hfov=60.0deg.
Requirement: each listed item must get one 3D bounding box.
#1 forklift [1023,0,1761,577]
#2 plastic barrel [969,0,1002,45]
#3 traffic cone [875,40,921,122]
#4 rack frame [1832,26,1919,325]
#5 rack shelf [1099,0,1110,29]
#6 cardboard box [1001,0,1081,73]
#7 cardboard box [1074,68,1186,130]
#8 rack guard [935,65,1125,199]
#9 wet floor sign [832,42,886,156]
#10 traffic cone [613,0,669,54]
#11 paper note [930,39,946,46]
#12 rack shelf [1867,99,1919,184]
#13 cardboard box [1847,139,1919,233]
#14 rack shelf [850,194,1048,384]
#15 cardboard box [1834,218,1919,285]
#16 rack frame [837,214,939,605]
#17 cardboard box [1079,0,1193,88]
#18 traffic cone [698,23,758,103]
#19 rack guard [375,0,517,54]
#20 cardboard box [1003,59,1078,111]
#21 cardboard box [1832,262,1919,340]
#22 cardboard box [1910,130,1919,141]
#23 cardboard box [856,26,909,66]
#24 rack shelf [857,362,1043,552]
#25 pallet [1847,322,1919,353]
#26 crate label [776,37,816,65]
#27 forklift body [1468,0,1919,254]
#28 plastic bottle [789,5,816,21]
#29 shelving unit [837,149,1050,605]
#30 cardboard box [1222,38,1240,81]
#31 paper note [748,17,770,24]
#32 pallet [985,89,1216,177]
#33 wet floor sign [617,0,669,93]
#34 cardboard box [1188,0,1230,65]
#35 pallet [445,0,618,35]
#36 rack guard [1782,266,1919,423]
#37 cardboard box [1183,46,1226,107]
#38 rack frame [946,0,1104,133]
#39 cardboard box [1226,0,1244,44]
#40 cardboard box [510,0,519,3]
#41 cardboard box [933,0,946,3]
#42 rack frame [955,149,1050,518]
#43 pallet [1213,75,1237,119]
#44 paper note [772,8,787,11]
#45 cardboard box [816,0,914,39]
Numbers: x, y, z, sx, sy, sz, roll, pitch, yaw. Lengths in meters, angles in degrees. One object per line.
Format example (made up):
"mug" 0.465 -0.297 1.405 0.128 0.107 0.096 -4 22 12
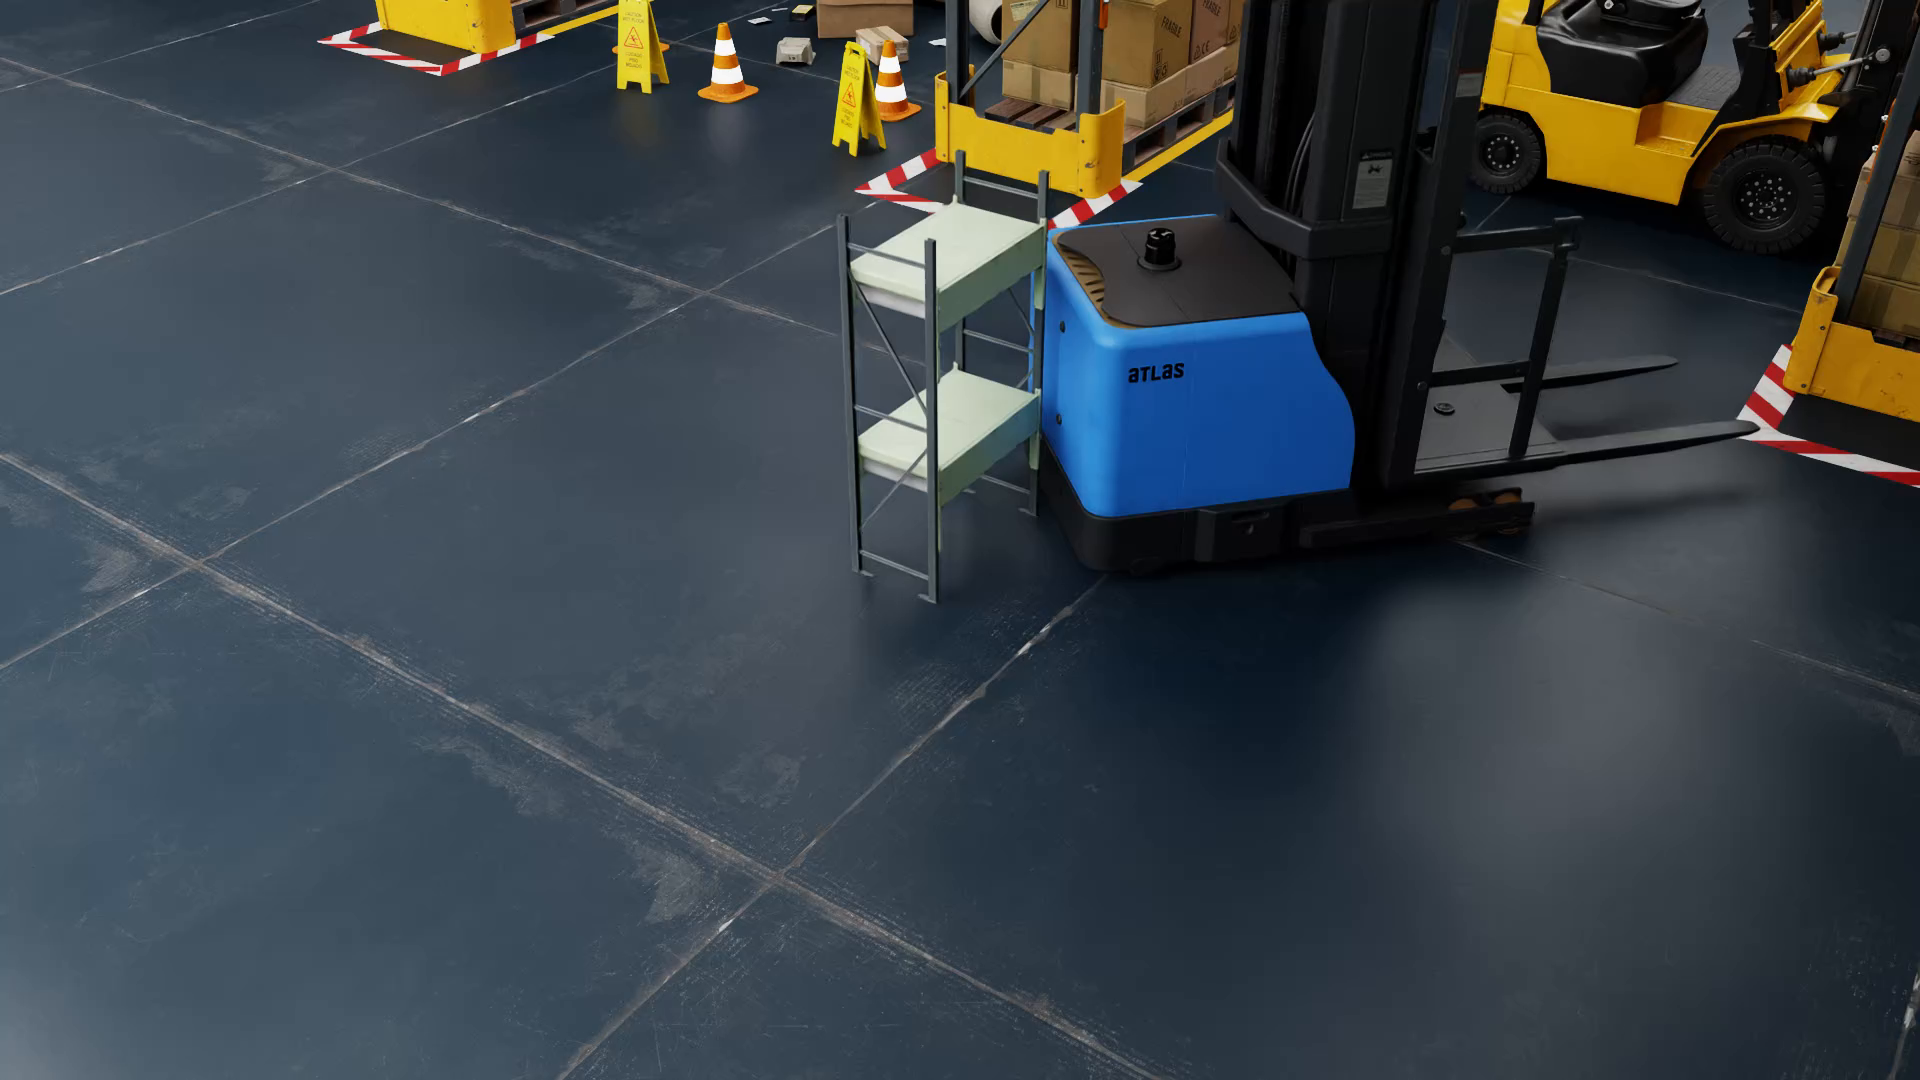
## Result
"forklift" 1.848 -1.495 6.344 3.031 2.935 1.130 -7 35 -11
"plastic barrel" 0.294 -3.813 12.011 0.421 0.421 0.512 -9 35 -13
"traffic cone" -0.455 -3.005 10.781 0.336 0.463 0.334 21 39 28
"rack frame" 4.440 -1.863 6.827 1.000 3.000 0.127 21 39 28
"rack shelf" 1.500 -4.069 10.731 1.077 0.370 4.000 21 39 28
"cardboard box" 0.602 -3.244 10.279 0.500 0.500 0.500 22 40 28
"cardboard box" 1.047 -2.764 10.239 0.500 0.250 0.500 21 39 28
"rack guard" 0.403 -2.446 9.920 1.175 0.500 0.348 21 39 28
"wet floor sign" -0.628 -2.725 10.204 0.232 0.644 0.267 -22 40 -29
"traffic cone" -2.295 -3.721 11.839 0.336 0.463 0.334 21 39 28
"paper note" -0.129 -3.625 12.094 0.142 0.019 0.148 -22 40 -29
"rack shelf" 5.580 -2.485 8.389 1.077 0.370 4.000 21 39 28
"cardboard box" 4.446 -1.623 7.660 0.500 0.250 0.500 23 40 30
"rack shelf" -0.049 -0.932 6.093 0.431 0.370 0.720 20 39 27
"cardboard box" 4.460 -1.428 7.818 0.500 0.250 0.500 21 39 28
"rack frame" -0.252 -0.439 6.060 0.400 1.500 0.023 20 39 27
"cardboard box" 1.060 -3.086 10.046 0.500 0.500 0.500 20 39 27
"traffic cone" -1.561 -3.203 11.074 0.336 0.463 0.334 21 39 28
"rack guard" -3.778 -3.934 12.122 1.175 0.500 0.348 21 39 28
"cardboard box" 0.613 -2.950 10.515 0.500 0.250 0.500 21 39 28
"cardboard box" 4.448 -1.215 7.948 0.500 0.250 0.500 22 40 28
"cardboard box" 4.732 -1.860 8.010 0.500 0.250 0.500 22 40 29
"cardboard box" -0.553 -3.513 11.813 0.250 0.149 0.380 -15 37 -21
"rack shelf" -0.049 -0.339 6.495 0.431 0.370 0.720 20 39 27
"pallet" 4.841 -1.073 8.148 1.003 0.211 1.213 21 39 28
"crate label" -1.163 -3.450 11.729 0.250 0.136 0.298 3 34 4
"forklift body" 4.022 -2.966 9.216 2.313 2.155 1.214 21 39 28
"plastic bottle" -1.189 -4.013 12.630 0.133 0.061 0.283 8 35 12
"shelving unit" -0.049 -0.609 6.312 0.431 1.500 0.755 20 39 27
"cardboard box" 1.645 -3.252 10.960 0.500 0.250 0.500 24 41 31
"paper note" -1.499 -3.910 12.507 0.142 0.017 0.144 -22 40 -29
"pallet" 0.895 -2.689 10.537 1.003 0.211 1.213 21 39 28
"wet floor sign" -2.154 -3.360 11.142 0.267 0.644 0.232 14 37 20
"cardboard box" 1.354 -3.328 10.404 0.500 0.500 0.500 20 39 27
"pallet" -3.373 -4.219 12.800 1.003 0.211 1.213 21 39 28
"rack guard" 4.426 -0.816 7.510 1.175 0.500 0.348 21 39 28
"cardboard box" 1.344 -2.997 10.583 0.500 0.250 0.500 23 40 30
"rack frame" 0.360 -3.446 9.168 1.000 3.000 0.127 21 39 28
"cardboard box" 1.647 -3.556 10.741 0.500 0.500 0.500 22 40 29
"cardboard box" -3.432 -4.608 12.408 0.875 0.875 0.875 21 40 28
"cardboard box" -0.192 -4.518 12.861 0.797 0.637 0.503 21 39 28
"rack frame" 0.154 -0.780 6.564 0.400 1.500 0.023 20 39 27
"pallet" 1.591 -3.248 11.364 1.003 0.211 1.213 21 39 28
"paper note" -1.384 -4.072 12.763 0.123 0.001 0.032 -15 37 -21
"cardboard box" -0.719 -4.029 12.259 0.797 0.503 0.637 -3 34 -4
